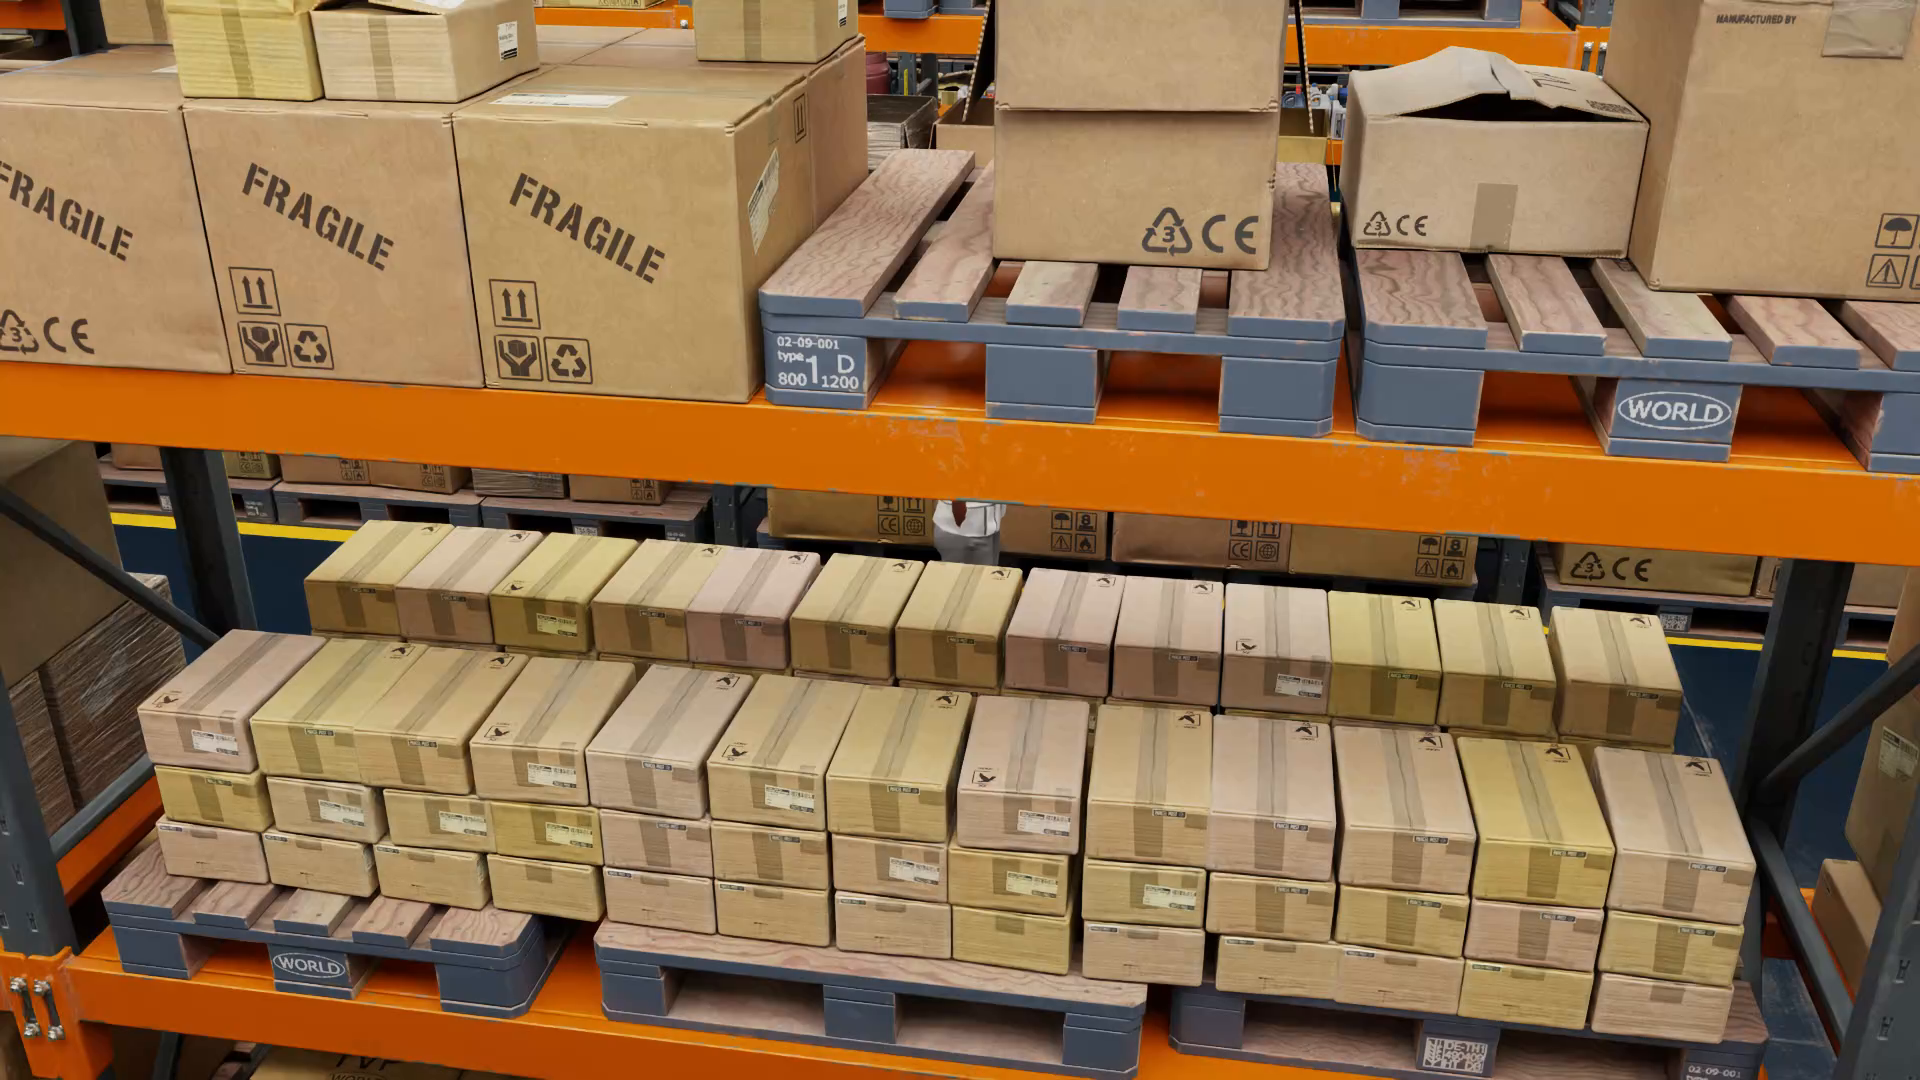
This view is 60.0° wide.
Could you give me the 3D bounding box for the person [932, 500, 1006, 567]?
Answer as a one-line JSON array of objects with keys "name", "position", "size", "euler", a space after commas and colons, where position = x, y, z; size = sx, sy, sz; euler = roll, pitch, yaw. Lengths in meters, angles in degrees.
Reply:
[{"name": "person", "position": [0.057, -0.057, 7.229], "size": [0.341, 1.672, 0.437], "euler": [5, 25, 10]}]
